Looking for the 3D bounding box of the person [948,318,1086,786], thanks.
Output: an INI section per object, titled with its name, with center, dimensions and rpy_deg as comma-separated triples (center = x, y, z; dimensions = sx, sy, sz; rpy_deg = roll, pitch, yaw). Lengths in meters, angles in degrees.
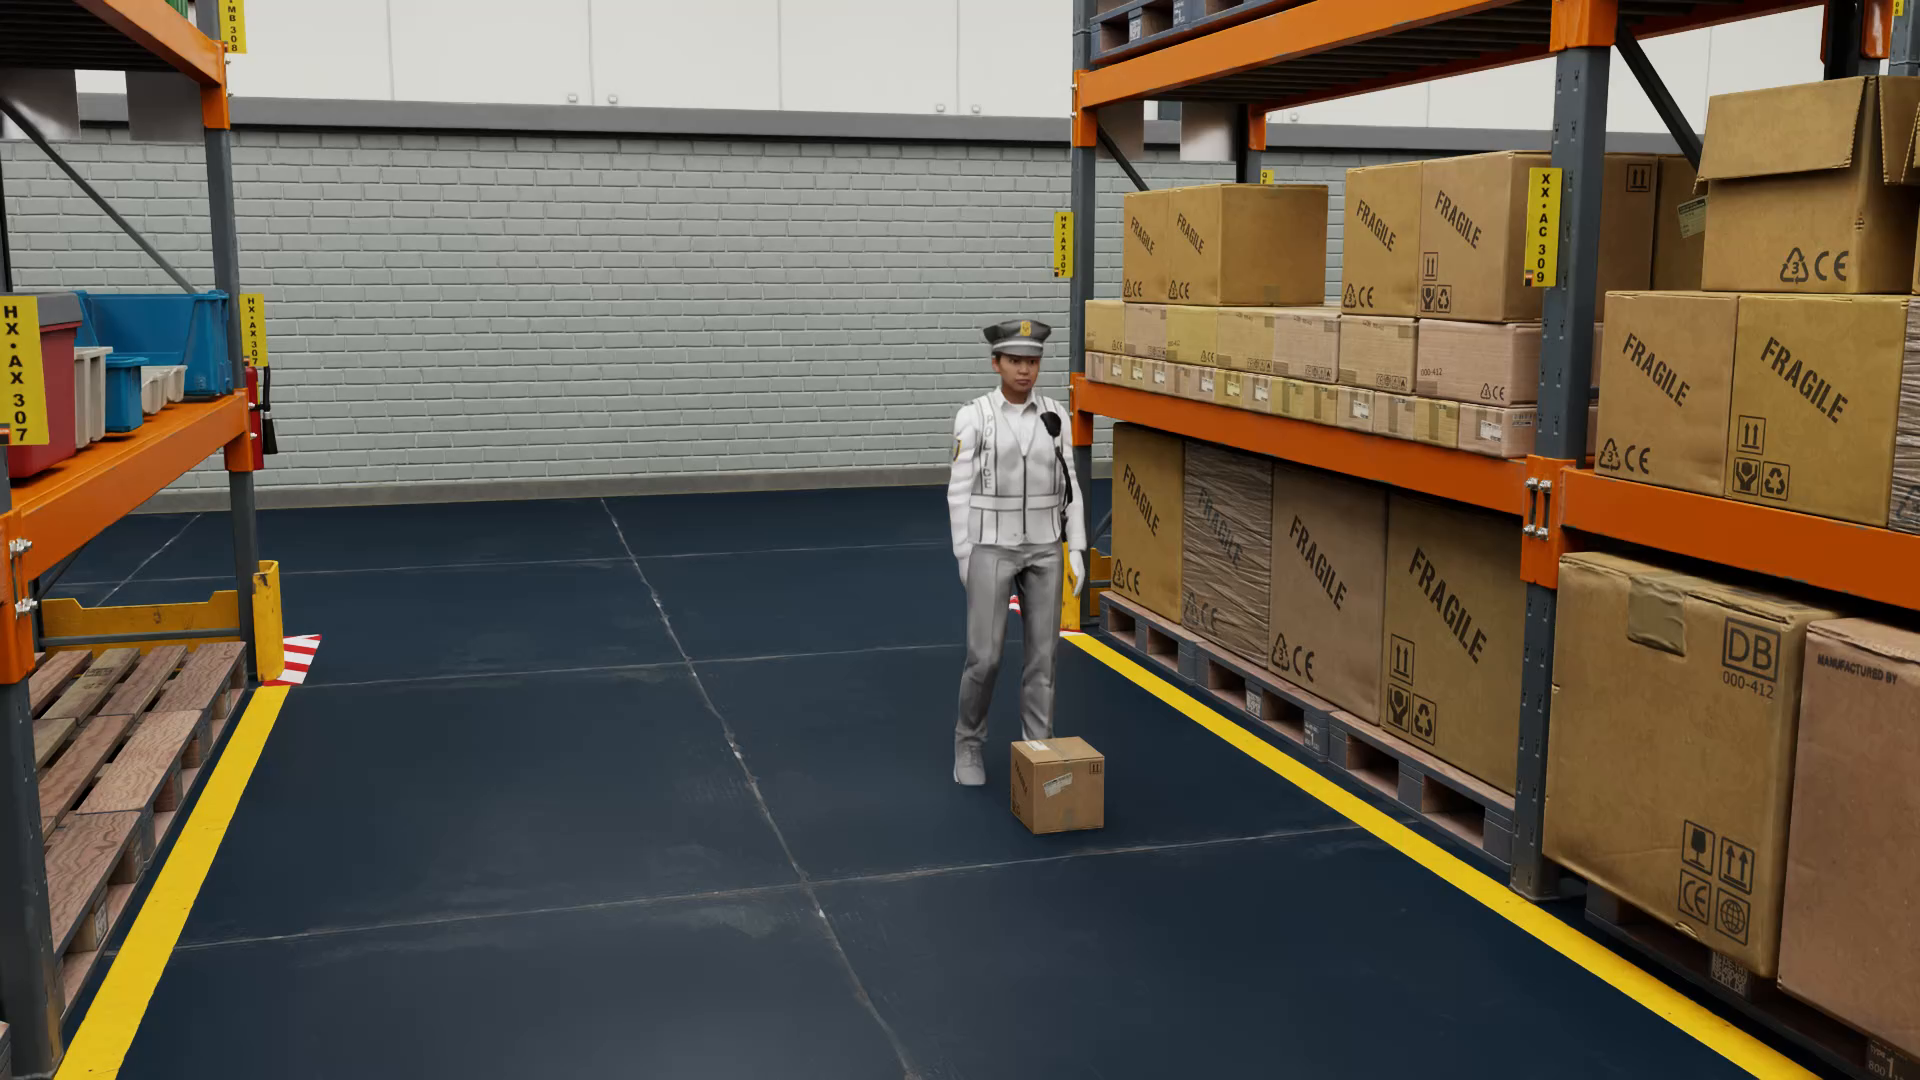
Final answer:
[person]
center = 0.214, 0.076, 5.962
dimensions = 0.488, 1.730, 0.482
rpy_deg = -3, 10, -15
